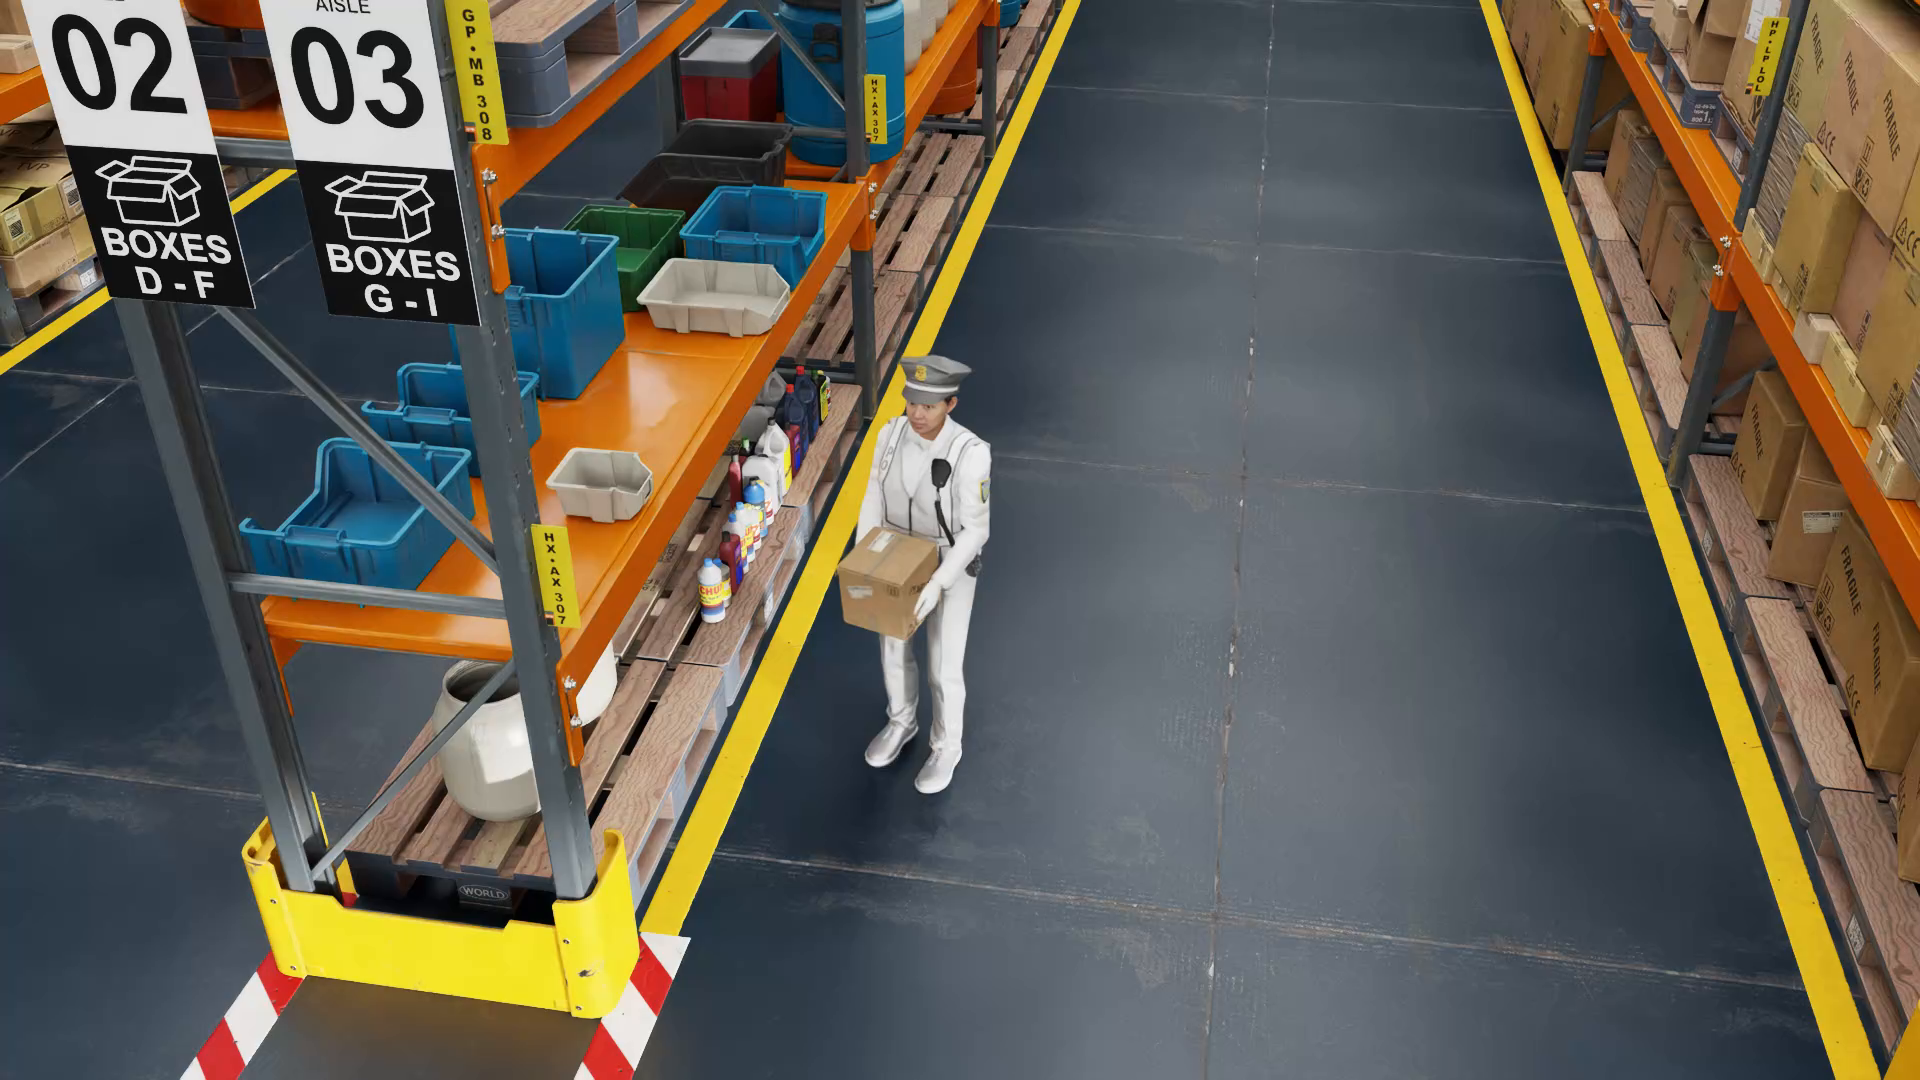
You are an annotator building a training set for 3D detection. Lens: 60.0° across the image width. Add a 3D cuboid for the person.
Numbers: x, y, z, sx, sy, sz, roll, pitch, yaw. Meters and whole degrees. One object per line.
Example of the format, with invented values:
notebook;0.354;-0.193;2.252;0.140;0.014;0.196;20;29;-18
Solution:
person;-0.147;0.136;5.895;0.489;1.692;0.489;16;36;23
